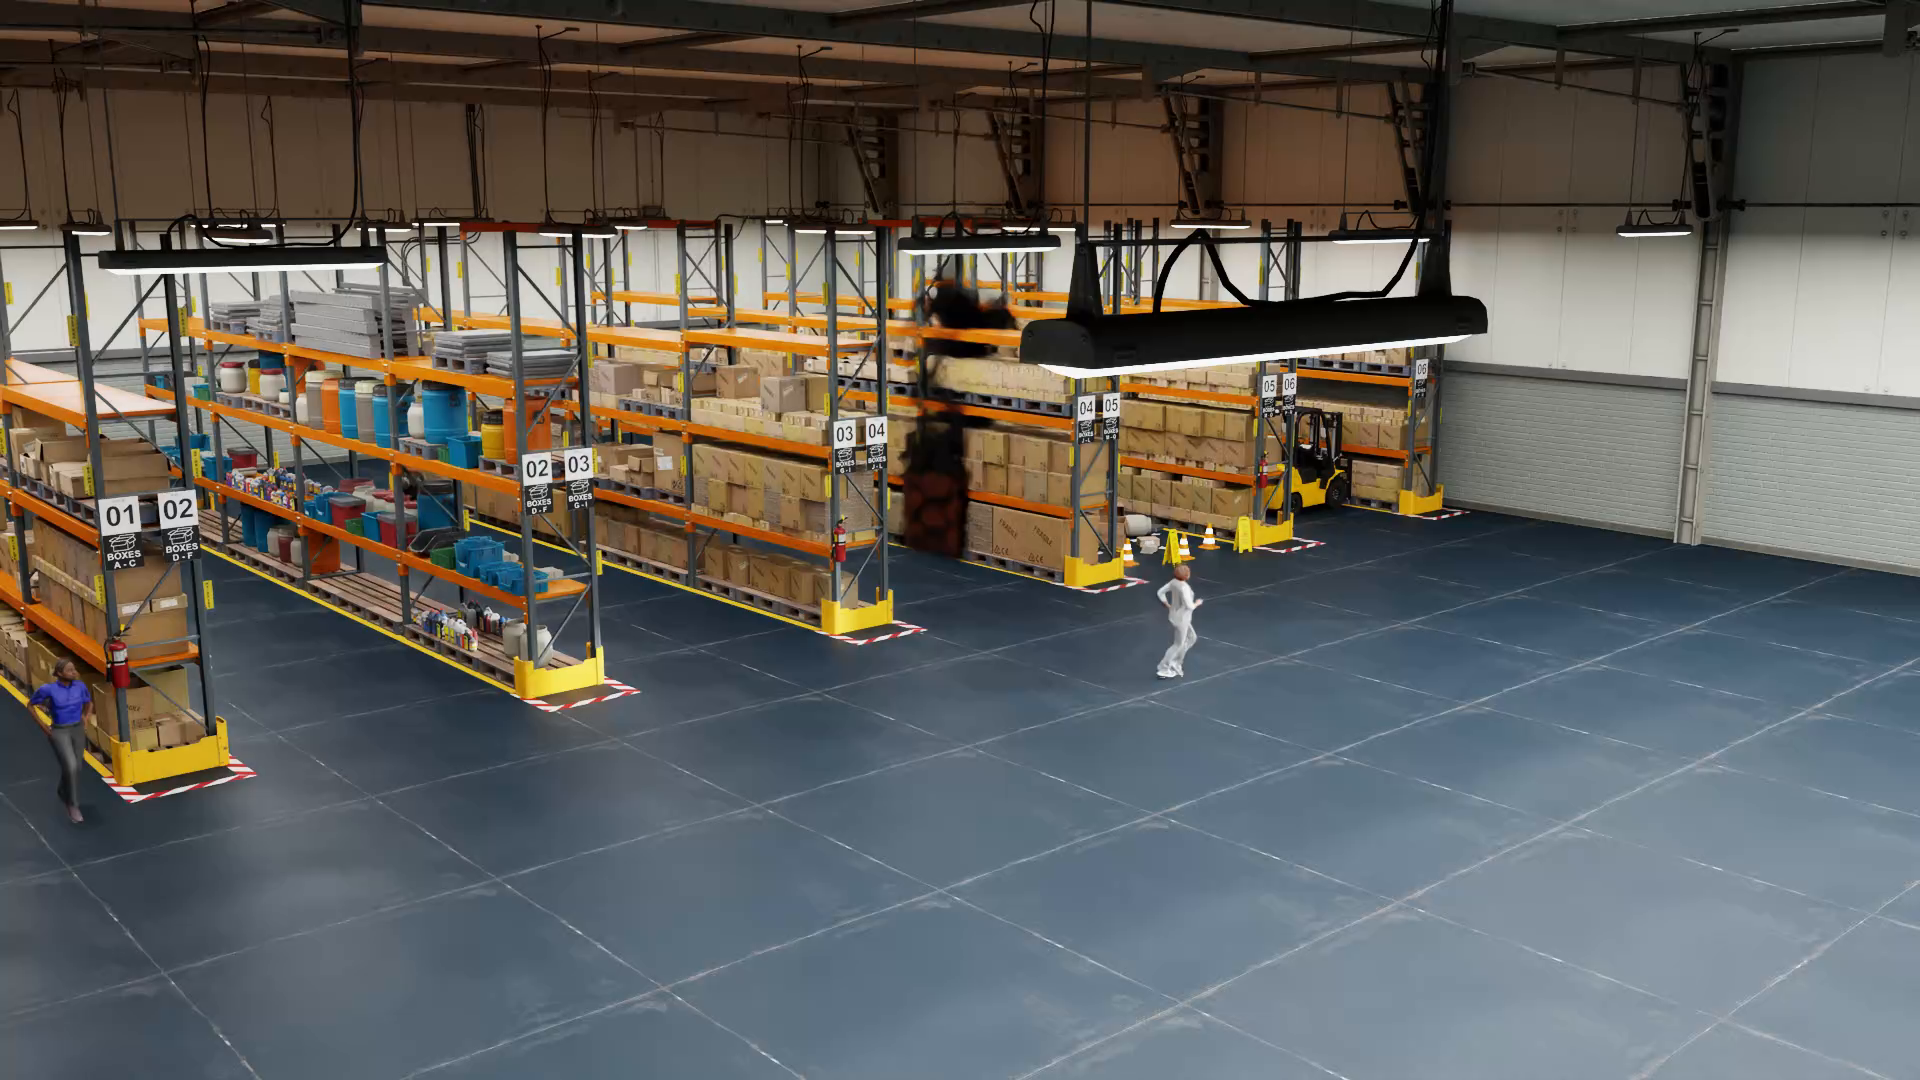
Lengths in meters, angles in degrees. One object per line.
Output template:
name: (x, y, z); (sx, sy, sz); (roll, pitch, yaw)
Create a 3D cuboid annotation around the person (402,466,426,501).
person: (-10.155, -0.647, 30.877); (0.637, 1.675, 0.647); (8, 14, 36)

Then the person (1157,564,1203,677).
person: (2.976, 1.091, 22.415); (0.630, 1.578, 0.510); (-2, 12, -11)

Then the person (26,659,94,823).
person: (-9.390, 2.081, 17.499); (0.719, 1.678, 0.581); (7, 13, 32)
